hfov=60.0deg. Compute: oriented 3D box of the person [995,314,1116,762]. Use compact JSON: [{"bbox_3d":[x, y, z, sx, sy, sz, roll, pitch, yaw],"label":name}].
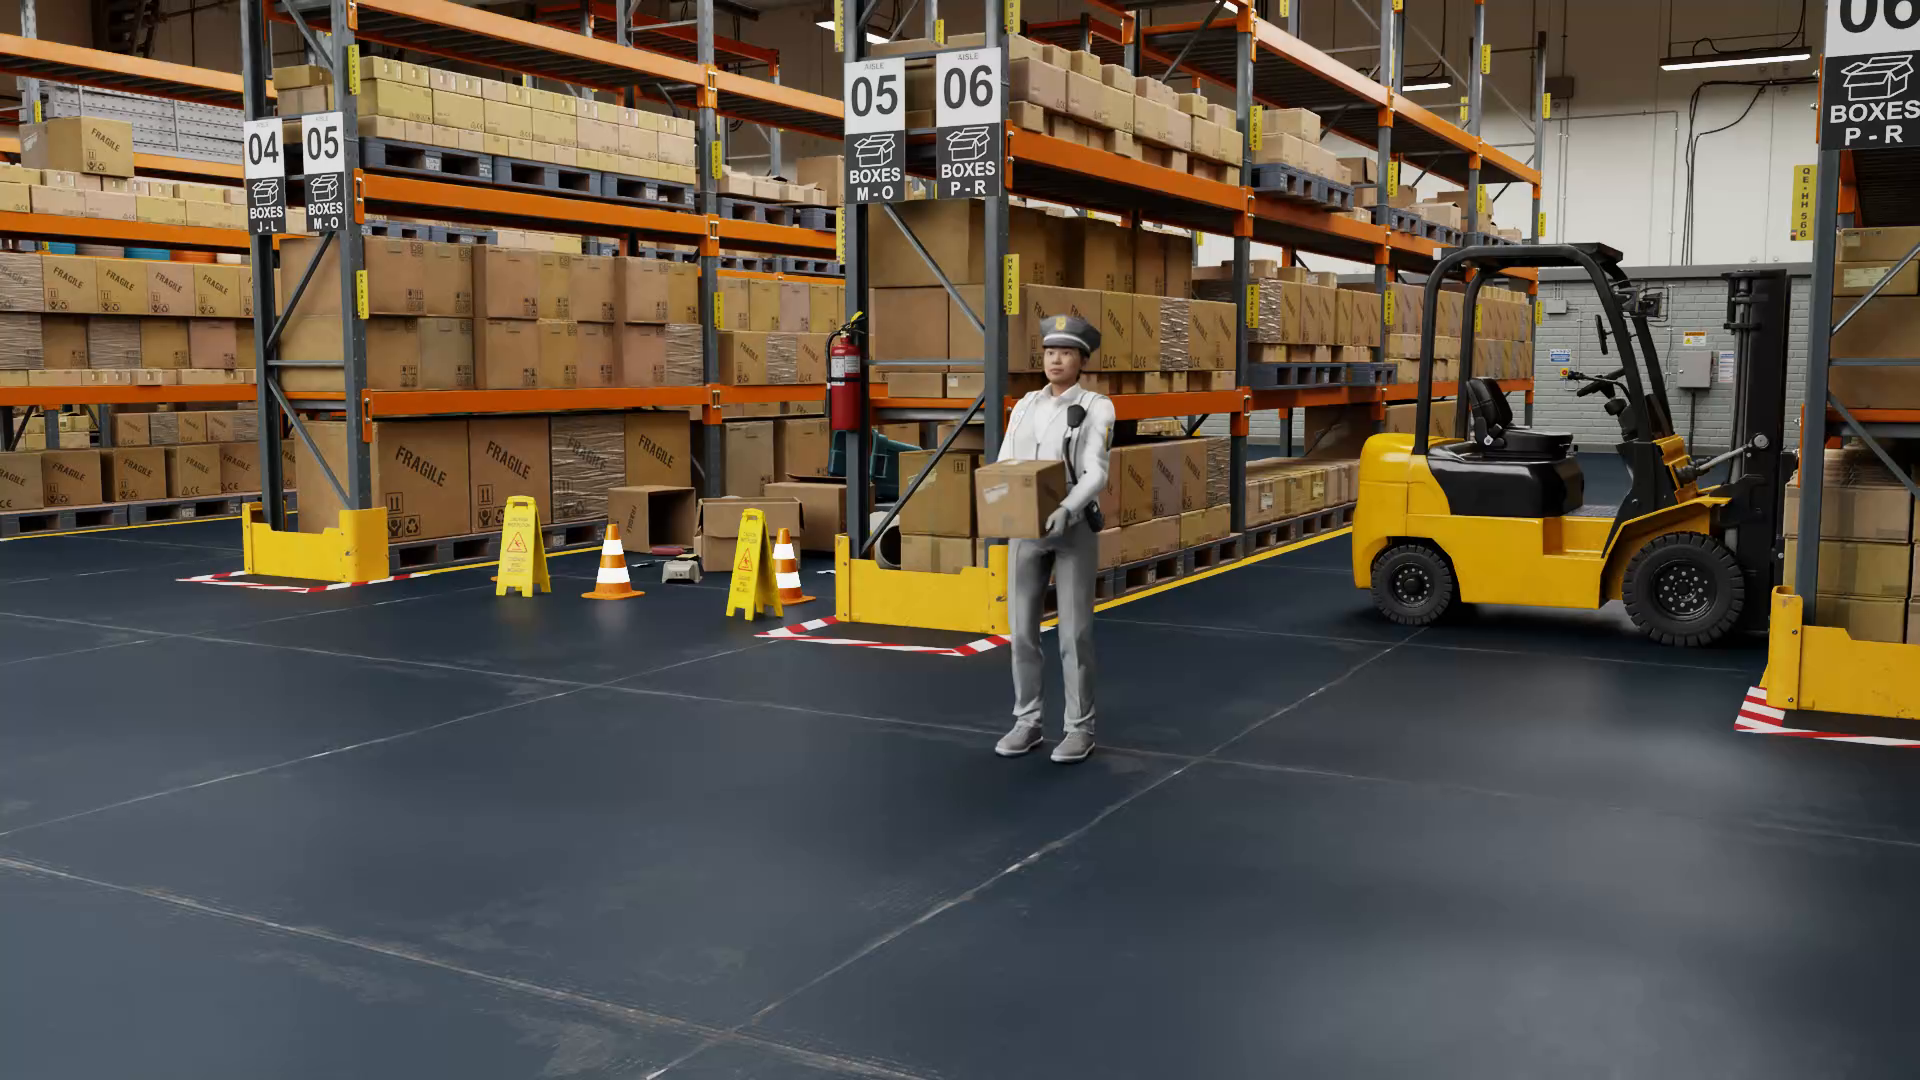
[{"bbox_3d":[0.354,-0.014,6.362,0.463,1.688,0.459,3,7,28],"label":"person"}]
